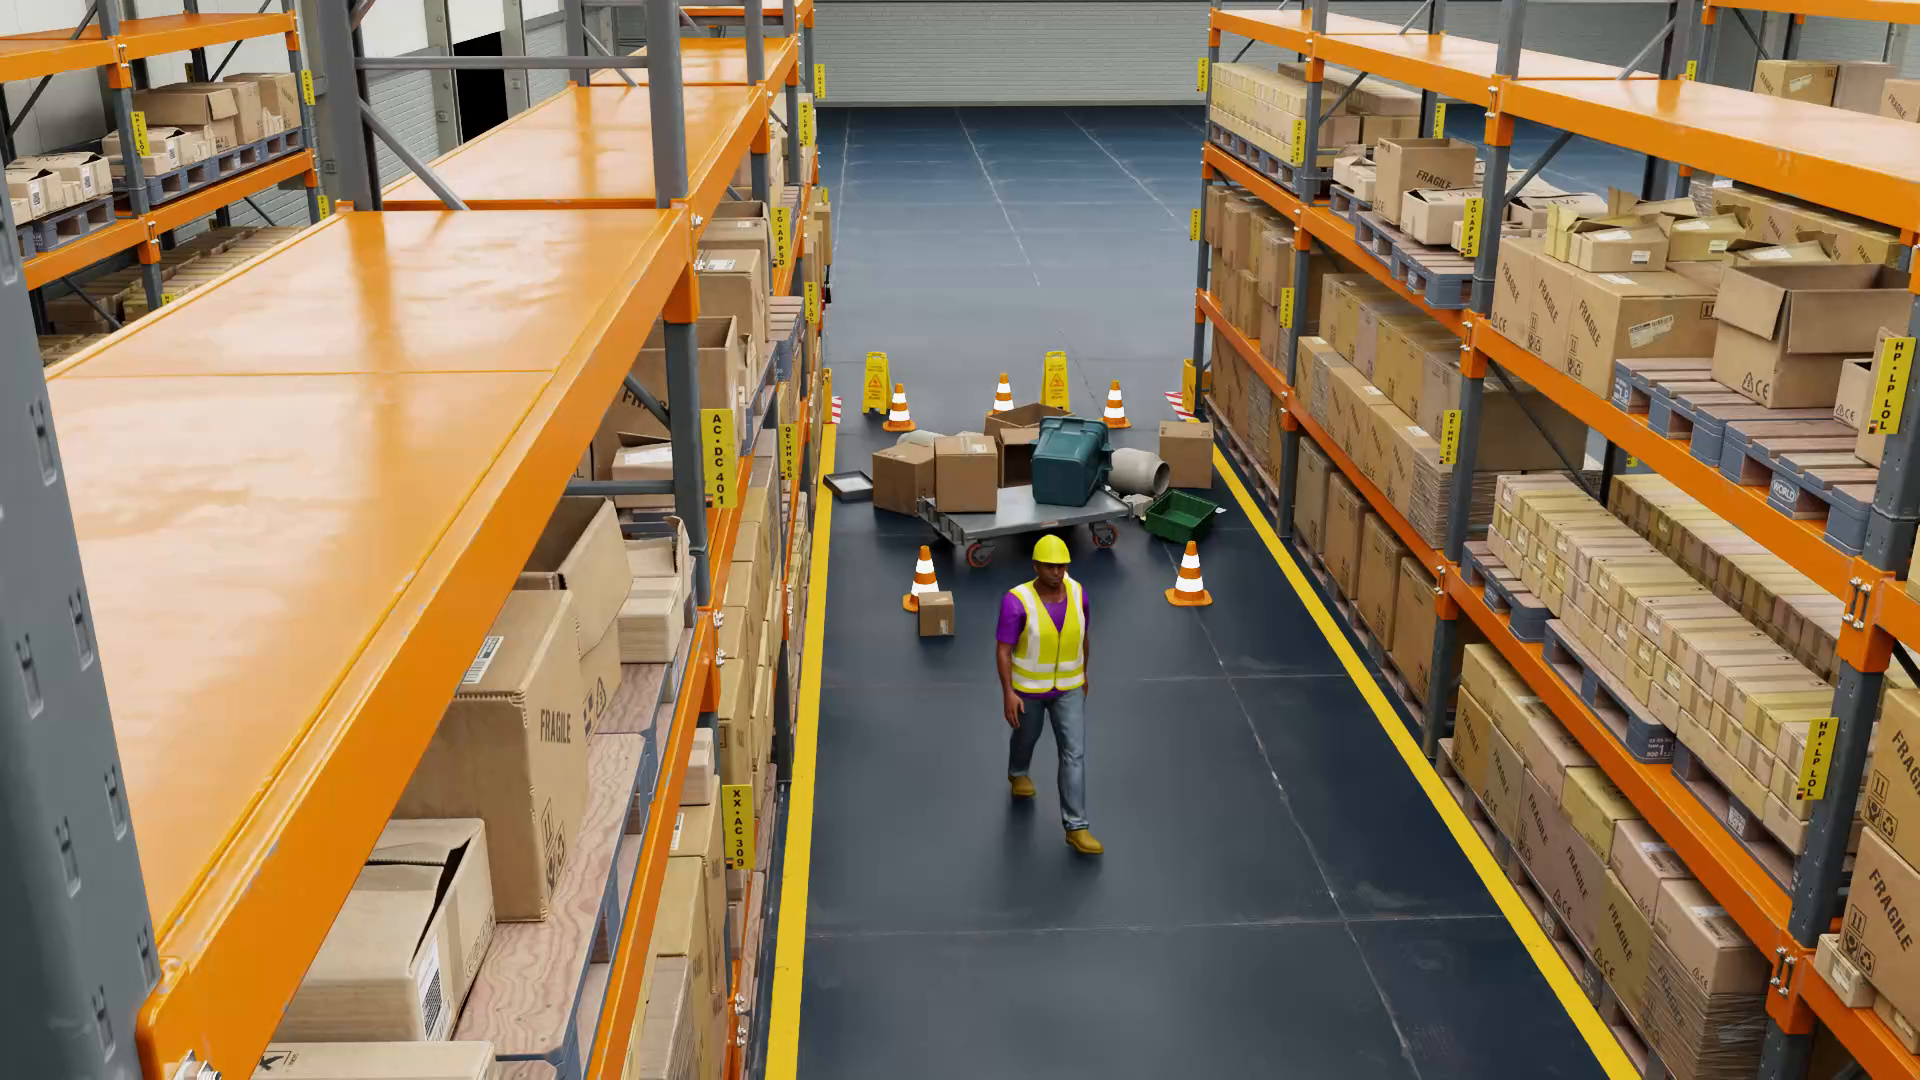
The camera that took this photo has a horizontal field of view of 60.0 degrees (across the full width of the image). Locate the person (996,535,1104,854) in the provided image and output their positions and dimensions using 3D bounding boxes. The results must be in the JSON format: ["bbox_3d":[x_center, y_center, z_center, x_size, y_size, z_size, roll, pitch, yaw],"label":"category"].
[{"bbox_3d":[0.499,0.823,9.315,0.604,1.716,1.031,-5,21,-14],"label":"person"}]
